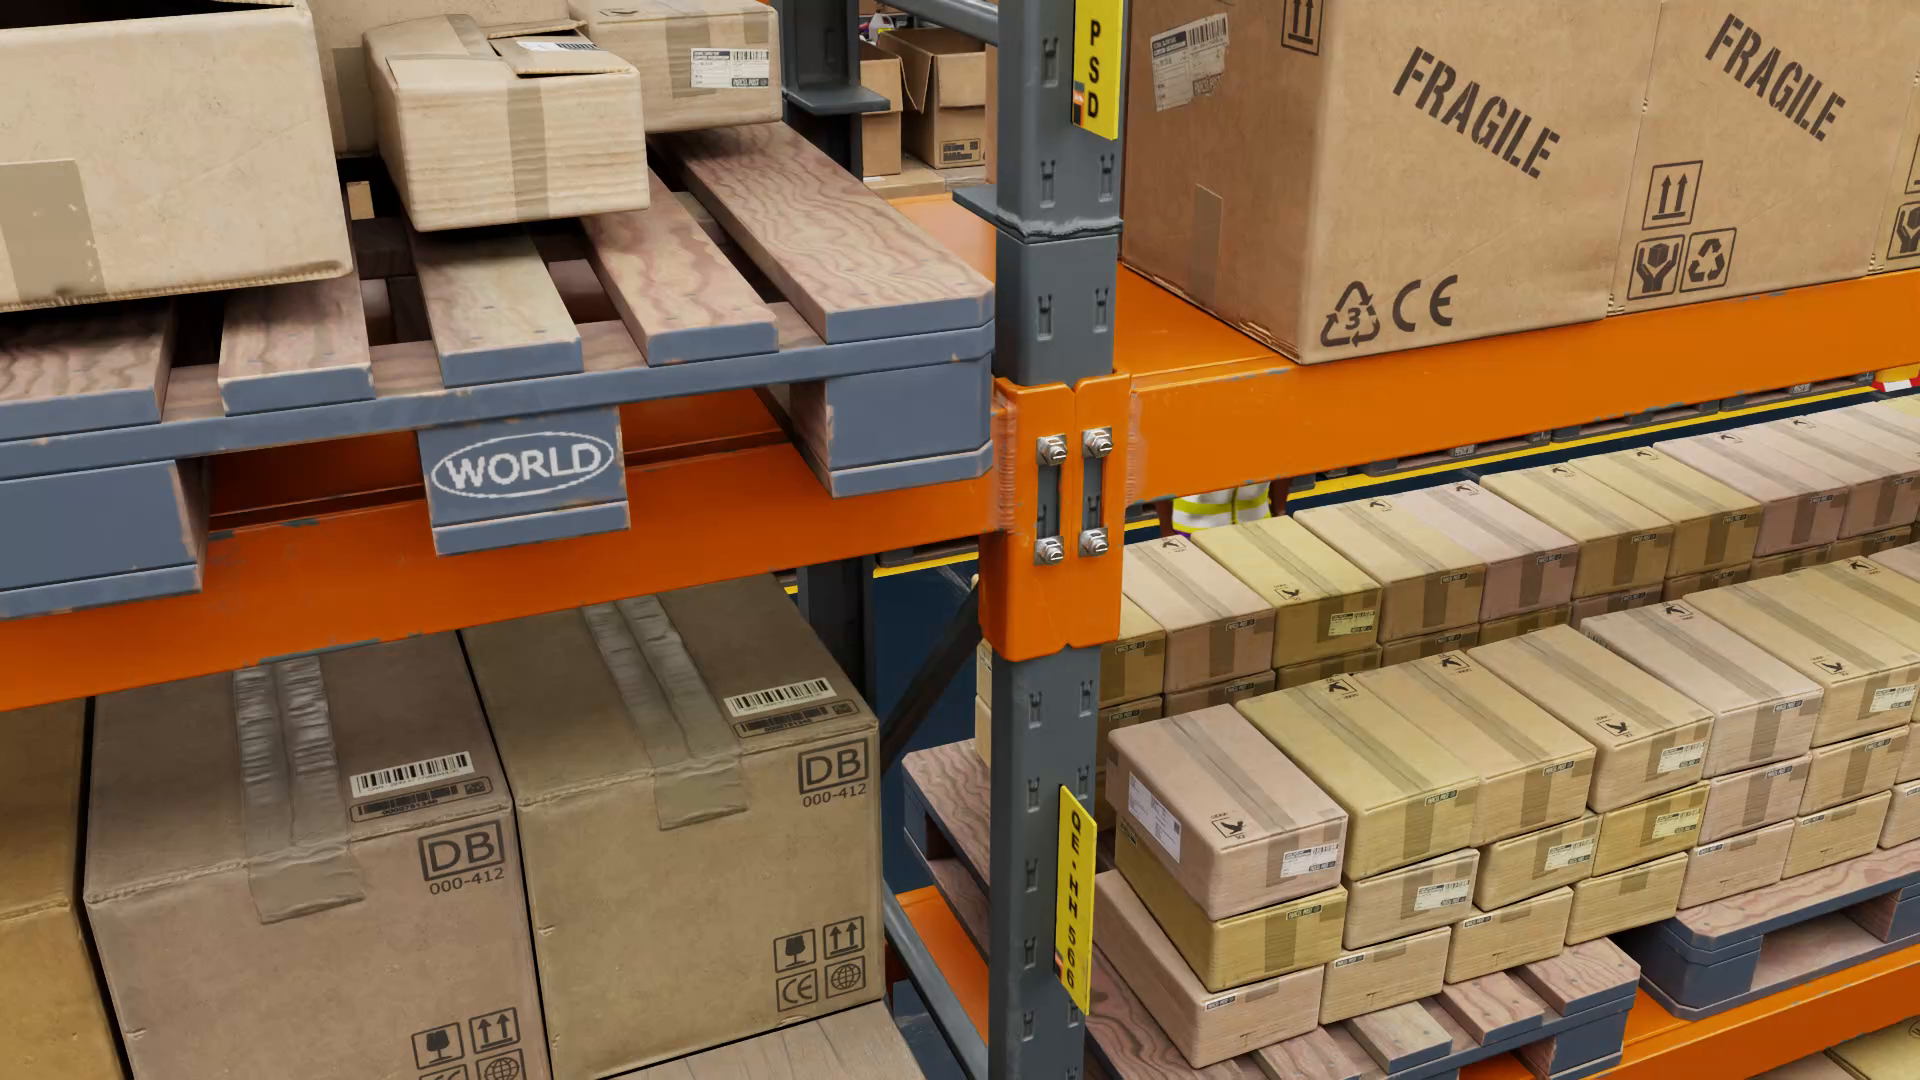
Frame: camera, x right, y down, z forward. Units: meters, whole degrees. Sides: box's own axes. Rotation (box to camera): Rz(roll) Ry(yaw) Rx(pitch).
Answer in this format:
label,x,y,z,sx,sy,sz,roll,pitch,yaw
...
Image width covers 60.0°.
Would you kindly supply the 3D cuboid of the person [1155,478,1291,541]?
label,x,y,z,sx,sy,sz,roll,pitch,yaw
person,0.975,-0.060,6.225,0.573,1.751,0.384,-10,27,-19
